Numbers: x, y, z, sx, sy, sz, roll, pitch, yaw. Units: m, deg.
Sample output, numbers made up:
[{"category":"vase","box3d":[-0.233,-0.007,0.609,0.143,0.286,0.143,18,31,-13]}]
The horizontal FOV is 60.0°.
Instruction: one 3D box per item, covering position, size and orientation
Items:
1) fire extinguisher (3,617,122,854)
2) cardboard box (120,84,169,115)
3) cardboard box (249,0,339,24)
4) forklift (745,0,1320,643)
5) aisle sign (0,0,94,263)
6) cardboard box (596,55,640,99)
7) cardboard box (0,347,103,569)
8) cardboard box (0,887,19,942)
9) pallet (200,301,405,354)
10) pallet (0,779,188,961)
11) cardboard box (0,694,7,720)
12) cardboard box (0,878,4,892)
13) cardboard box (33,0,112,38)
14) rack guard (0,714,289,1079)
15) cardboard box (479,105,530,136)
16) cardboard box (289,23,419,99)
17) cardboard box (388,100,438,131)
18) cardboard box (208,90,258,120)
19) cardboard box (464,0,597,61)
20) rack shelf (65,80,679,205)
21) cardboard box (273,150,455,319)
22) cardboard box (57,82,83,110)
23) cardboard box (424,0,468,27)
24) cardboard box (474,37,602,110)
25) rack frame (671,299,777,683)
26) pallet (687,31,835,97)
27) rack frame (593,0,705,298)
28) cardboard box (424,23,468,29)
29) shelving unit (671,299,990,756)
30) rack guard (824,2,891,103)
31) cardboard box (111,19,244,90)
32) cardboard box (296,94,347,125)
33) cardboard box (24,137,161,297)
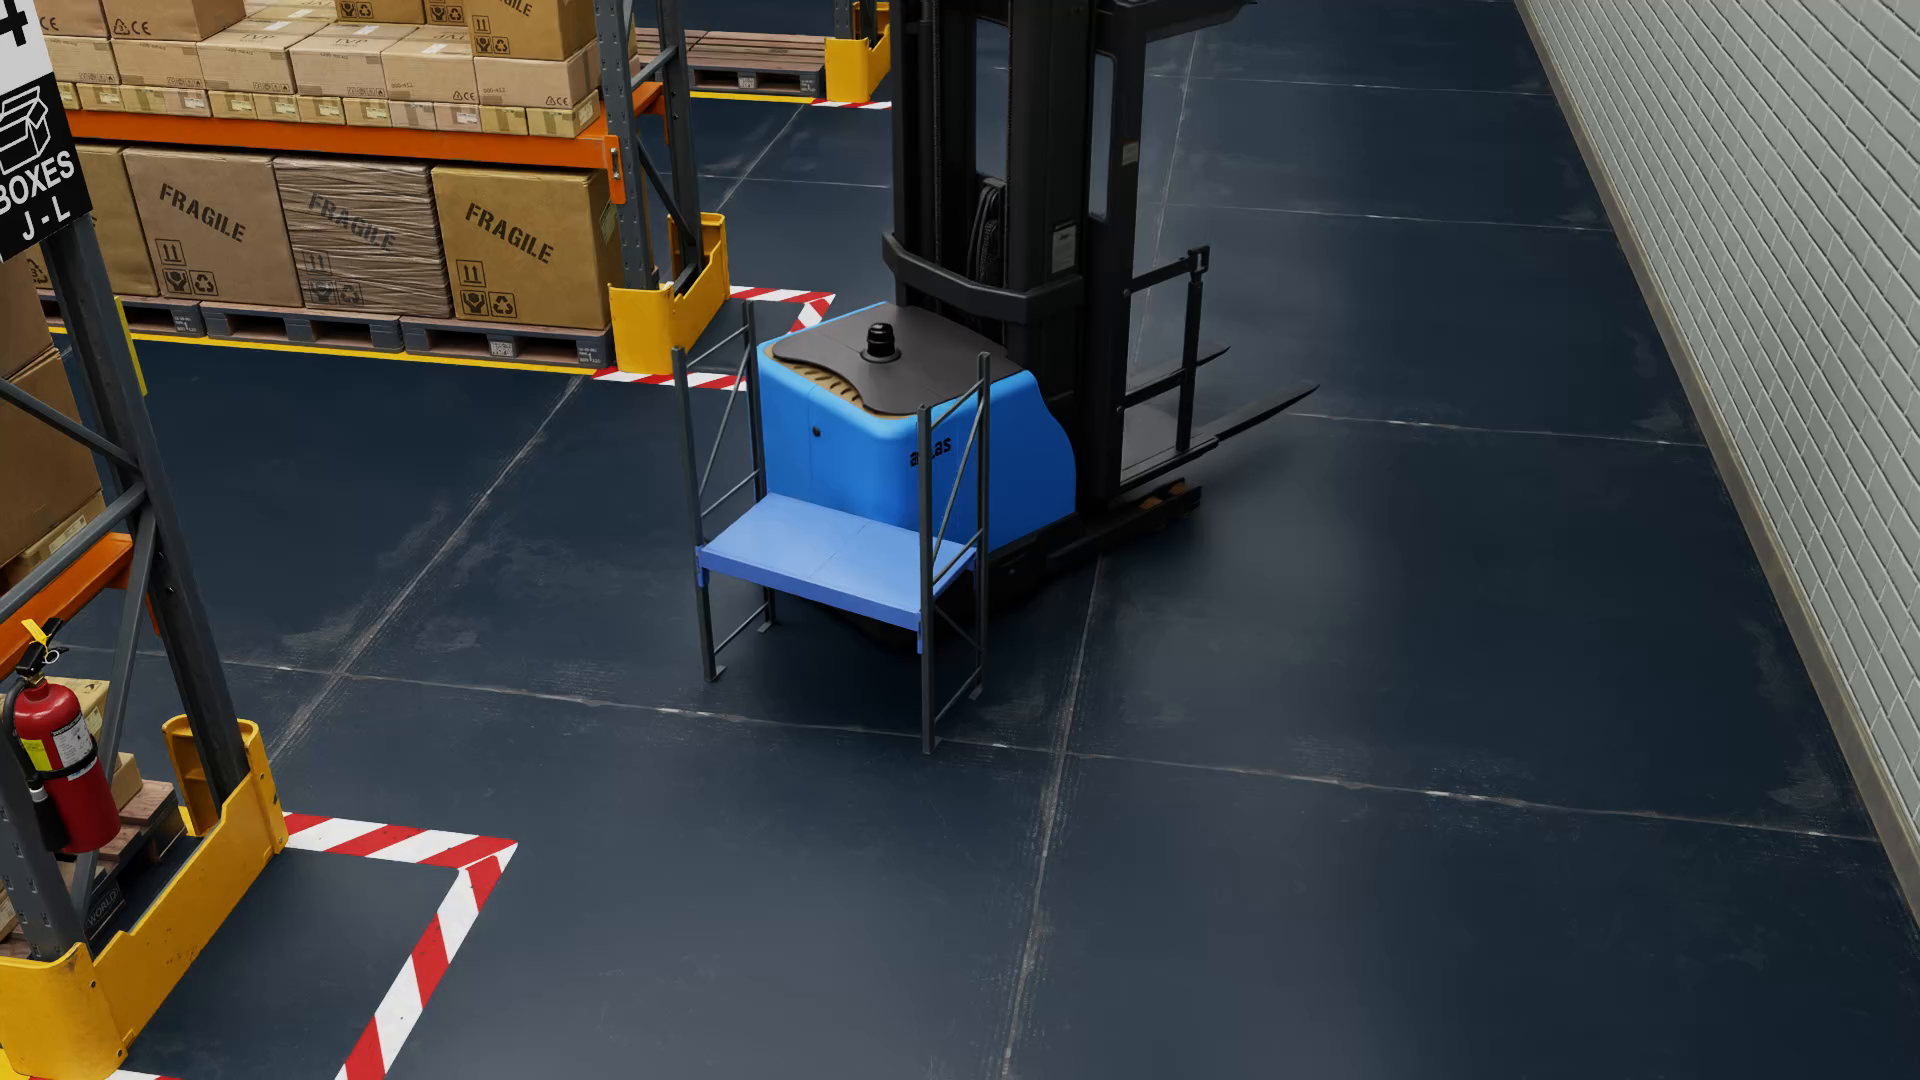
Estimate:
[{"category":"fire extinguisher","box3d":[-2.441,0.540,4.485,0.183,0.674,0.296,5,32,8]},{"category":"cardboard box","box3d":[-4.355,-2.458,9.087,0.250,0.149,0.380,5,32,8]},{"category":"cardboard box","box3d":[-3.629,-2.880,9.385,0.500,0.250,0.500,5,32,7]},{"category":"forklift","box3d":[0.512,-1.465,7.328,3.031,2.935,1.130,-25,40,-34]},{"category":"aisle sign","box3d":[-2.490,-1.167,4.337,0.004,0.787,0.394,5,32,8]},{"category":"cardboard box","box3d":[-1.972,-2.598,9.310,0.250,0.149,0.380,6,32,9]},{"category":"cardboard box","box3d":[-3.008,-0.268,4.976,0.500,0.500,0.500,7,33,11]},{"category":"cardboard box","box3d":[-3.166,1.178,5.333,0.250,0.149,0.380,6,32,9]},{"category":"pallet","box3d":[-3.678,-1.458,9.881,1.213,0.211,1.003,5,32,8]},{"category":"pallet","box3d":[-3.482,1.169,5.683,1.213,0.211,1.003,5,32,8]},{"category":"cardboard box","box3d":[-3.363,0.677,5.571,0.250,0.149,0.380,6,33,9]},{"category":"cardboard box","box3d":[-3.180,1.092,5.190,0.250,0.149,0.380,4,32,7]},{"category":"cardboard box","box3d":[-4.708,-3.013,8.890,0.500,0.500,0.500,5,32,8]},{"category":"rack guard","box3d":[-2.687,1.138,5.461,0.348,0.500,1.175,5,32,8]},{"category":"cardboard box","box3d":[-2.341,-2.275,8.795,0.250,0.149,0.380,6,32,9]},{"category":"cardboard box","box3d":[-3.202,-2.558,8.870,0.500,0.250,0.500,4,32,7]},{"category":"cardboard box","box3d":[-2.835,-2.321,8.868,0.250,0.149,0.380,6,32,9]},{"category":"cardboard box","box3d":[-3.848,-2.412,9.013,0.250,0.149,0.380,4,32,7]},{"category":"cardboard box","box3d":[-2.202,-2.786,8.528,0.500,0.500,0.500,6,32,9]},{"category":"rack shelf","box3d":[-3.649,-2.373,9.393,4.000,0.370,1.077,5,32,8]},{"category":"cardboard box","box3d":[-3.219,-1.874,9.523,0.875,0.875,0.875,5,32,8]},{"category":"cardboard box","box3d":[-4.867,-2.503,9.159,0.250,0.149,0.380,6,33,10]},{"category":"cardboard box","box3d":[-2.599,-3.109,9.044,0.500,0.500,0.500,4,32,7]},{"category":"cardboard box","box3d":[-2.200,-2.467,8.725,0.500,0.250,0.500,5,32,7]},{"category":"rack frame","box3d":[-0.922,-0.171,6.610,0.032,1.500,0.500,15,35,23]},{"category":"pallet","box3d":[-1.651,-4.002,13.945,1.213,0.211,1.003,5,32,8]},{"category":"rack frame","box3d":[-1.678,-2.500,8.917,0.127,3.000,1.000,5,32,8]},{"category":"cardboard box","box3d":[-2.619,-2.789,9.240,0.500,0.250,0.500,5,32,8]},{"category":"shelving unit","box3d":[-0.469,-0.048,6.413,1.048,1.500,0.538,15,35,23]},{"category":"rack guard","box3d":[-0.819,-4.035,13.726,0.348,0.500,1.175,5,32,8]},{"category":"cardboard box","box3d":[-4.201,-2.650,9.018,0.500,0.250,0.500,6,33,9]},{"category":"cardboard box","box3d":[-3.347,-2.366,8.940,0.250,0.149,0.380,5,32,8]},{"category":"cardboard box","box3d":[-4.984,-2.034,9.778,0.875,0.875,0.875,5,32,8]}]
